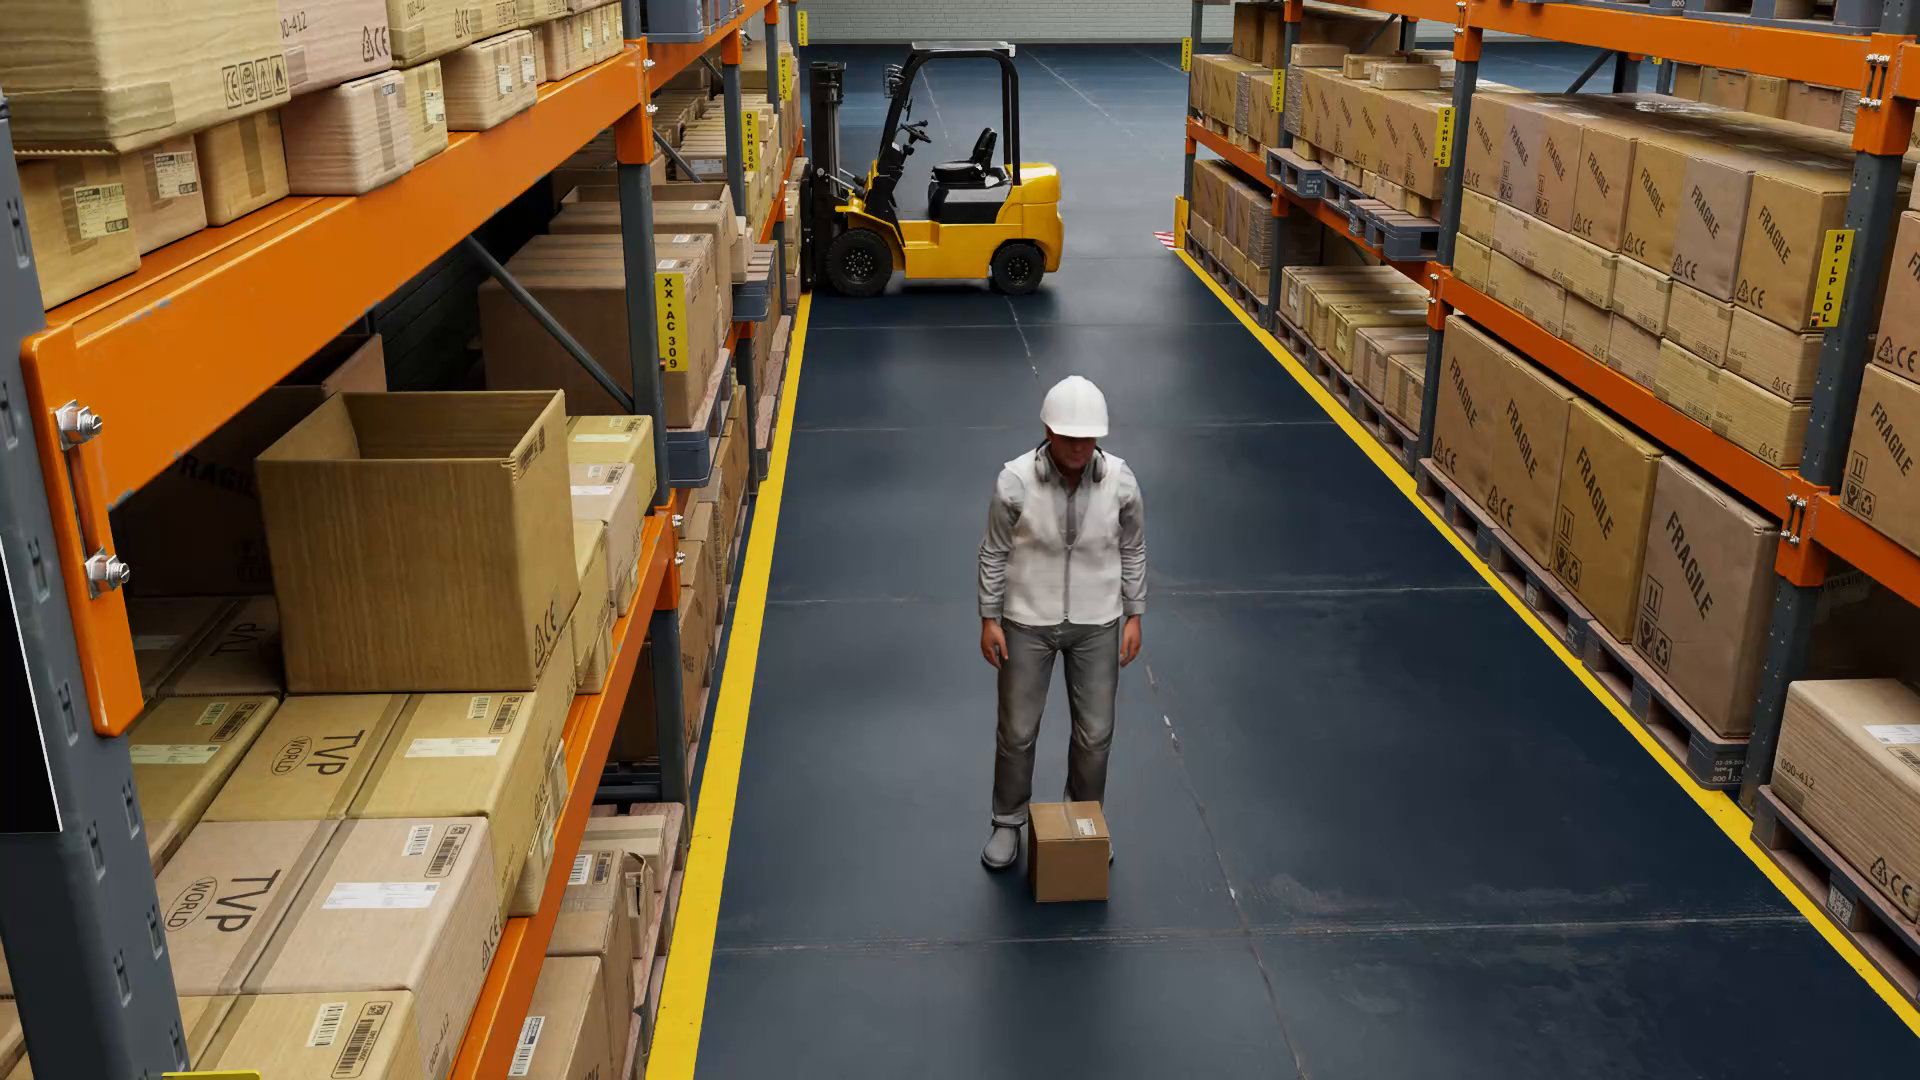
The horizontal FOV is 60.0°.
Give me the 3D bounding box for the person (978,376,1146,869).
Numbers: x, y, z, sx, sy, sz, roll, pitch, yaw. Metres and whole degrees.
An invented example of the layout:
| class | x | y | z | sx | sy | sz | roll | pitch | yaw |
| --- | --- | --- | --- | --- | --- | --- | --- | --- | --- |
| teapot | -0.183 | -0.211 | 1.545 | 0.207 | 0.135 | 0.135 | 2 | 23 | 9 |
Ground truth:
| class | x | y | z | sx | sy | sz | roll | pitch | yaw |
| --- | --- | --- | --- | --- | --- | --- | --- | --- | --- |
| person | 0.354 | 0.284 | 5.768 | 0.584 | 1.771 | 0.466 | -1 | 20 | -4 |
